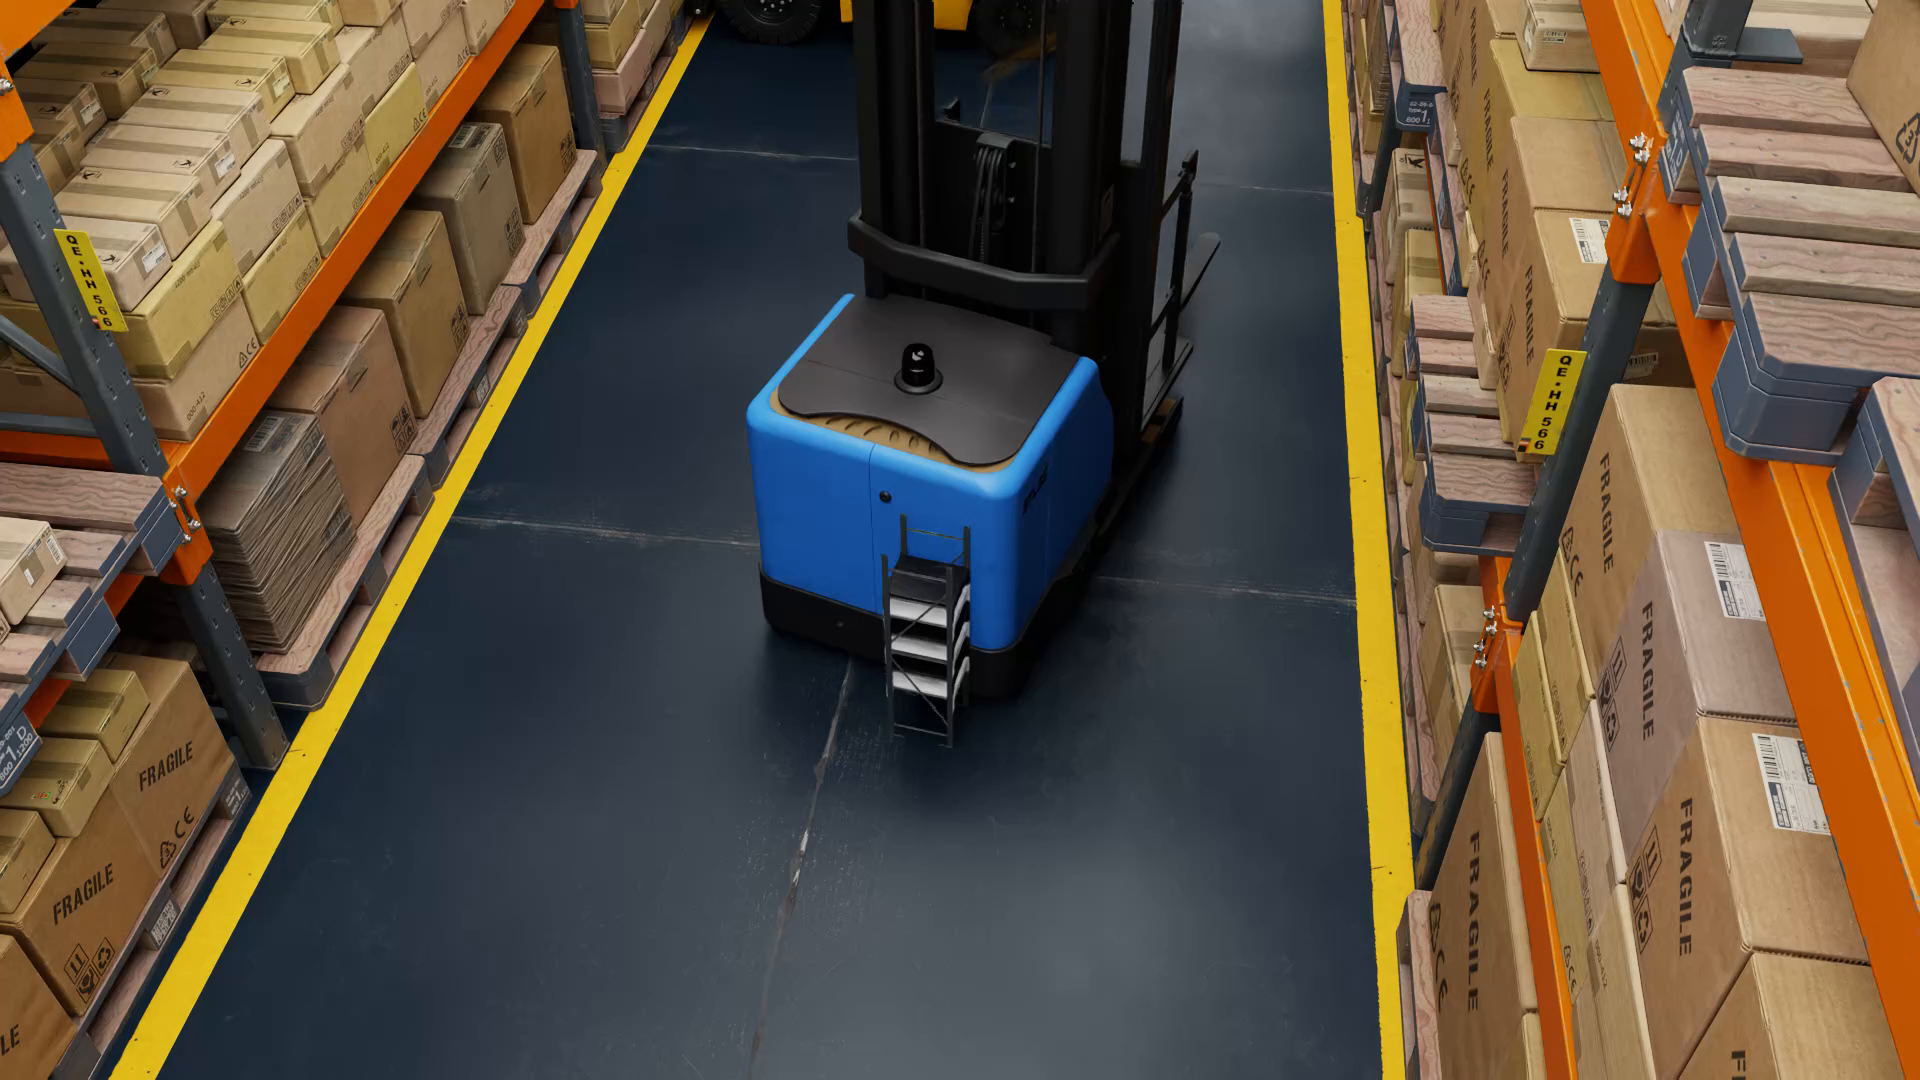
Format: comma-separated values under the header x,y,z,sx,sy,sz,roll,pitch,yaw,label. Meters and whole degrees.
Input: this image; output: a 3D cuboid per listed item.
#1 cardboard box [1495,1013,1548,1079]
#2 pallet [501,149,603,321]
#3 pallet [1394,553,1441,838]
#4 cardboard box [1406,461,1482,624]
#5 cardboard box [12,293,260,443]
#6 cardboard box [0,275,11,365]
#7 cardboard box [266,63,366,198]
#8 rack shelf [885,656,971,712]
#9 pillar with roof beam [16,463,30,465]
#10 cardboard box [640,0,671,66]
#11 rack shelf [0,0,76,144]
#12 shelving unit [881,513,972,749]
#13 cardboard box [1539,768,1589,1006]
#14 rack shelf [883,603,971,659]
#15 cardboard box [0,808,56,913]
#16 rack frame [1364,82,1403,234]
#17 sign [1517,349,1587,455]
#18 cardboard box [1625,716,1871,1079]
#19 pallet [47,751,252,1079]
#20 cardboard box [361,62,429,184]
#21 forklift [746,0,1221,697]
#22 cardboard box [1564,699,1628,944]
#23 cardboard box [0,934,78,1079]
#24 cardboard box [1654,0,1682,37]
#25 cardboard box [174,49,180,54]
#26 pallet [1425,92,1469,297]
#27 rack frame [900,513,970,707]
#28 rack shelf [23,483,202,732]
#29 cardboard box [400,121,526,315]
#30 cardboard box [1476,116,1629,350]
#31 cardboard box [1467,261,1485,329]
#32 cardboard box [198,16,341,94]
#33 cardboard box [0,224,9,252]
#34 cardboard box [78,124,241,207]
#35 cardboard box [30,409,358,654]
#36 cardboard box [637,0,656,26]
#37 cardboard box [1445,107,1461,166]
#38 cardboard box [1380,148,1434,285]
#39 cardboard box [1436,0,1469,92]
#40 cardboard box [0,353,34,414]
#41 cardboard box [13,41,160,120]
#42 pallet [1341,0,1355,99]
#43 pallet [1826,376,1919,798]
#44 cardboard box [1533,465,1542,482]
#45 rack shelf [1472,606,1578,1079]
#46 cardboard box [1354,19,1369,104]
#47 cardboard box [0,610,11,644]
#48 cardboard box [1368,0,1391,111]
x,y,z,sx,sy,sz,roll,pitch,yaw,label
1.719,1.784,3.924,0.875,0.875,0.875,6,44,6,cardboard box
-2.436,-1.562,8.246,1.003,0.211,1.213,5,44,6,pallet
2.120,0.574,5.990,1.003,0.211,1.213,5,44,6,pallet
2.189,0.008,6.166,0.950,0.372,0.625,4,44,5,cardboard box
-2.605,-0.580,5.290,0.500,0.250,0.500,5,44,6,cardboard box
-3.122,-0.813,5.172,0.500,0.250,0.500,6,44,6,cardboard box
-2.450,-1.458,5.854,0.500,0.250,0.500,4,44,4,cardboard box
-0.112,0.485,5.893,0.258,0.077,0.200,11,44,11,rack shelf
0.641,-3.112,3.492,9.100,9.000,0.400,5,44,6,pillar with roof beam
-1.933,-2.882,9.306,0.500,0.250,0.500,4,44,5,cardboard box
-2.641,-2.546,5.598,1.077,0.370,4.000,5,44,6,rack shelf
-0.112,0.330,5.747,0.258,0.900,0.210,11,44,11,shelving unit
1.651,0.811,3.821,0.500,0.250,0.500,4,44,4,cardboard box
-0.112,0.288,5.708,0.258,0.077,0.200,11,44,11,rack shelf
-2.804,0.889,4.670,0.380,0.149,0.250,4,44,4,cardboard box
2.544,-2.632,7.348,1.000,3.000,0.127,5,44,6,rack frame
1.476,-0.340,4.143,0.100,0.325,0.005,5,44,6,sign
1.568,0.699,3.030,0.500,0.500,0.500,6,44,7,cardboard box
-3.042,1.163,5.368,1.003,0.211,1.213,5,44,6,pallet
-2.402,-1.628,6.396,0.500,0.250,0.500,7,44,7,cardboard box
0.317,-1.512,6.215,1.130,2.935,3.031,17,46,17,forklift
1.634,0.642,3.636,0.500,0.250,0.500,6,44,7,cardboard box
-2.892,1.405,4.597,0.500,0.500,0.500,7,44,7,cardboard box
1.873,-1.308,3.951,0.380,0.149,0.250,5,44,6,cardboard box
-2.913,-1.845,6.262,0.500,0.250,0.500,4,44,5,cardboard box
2.236,-1.189,5.964,1.003,0.211,1.213,5,44,6,pallet
-0.084,0.263,5.818,0.240,0.900,0.006,11,44,11,rack frame
-3.170,1.270,3.751,1.077,0.370,4.000,5,44,6,rack shelf
-2.545,-1.486,7.559,0.875,0.625,0.625,5,44,5,cardboard box
1.857,-0.891,4.915,0.500,0.500,0.500,5,44,5,cardboard box
1.819,-0.748,5.235,0.380,0.149,0.250,3,44,4,cardboard box
-2.411,-1.697,5.816,0.380,0.149,0.250,6,44,6,cardboard box
-3.063,-0.866,4.939,0.380,0.149,0.250,7,44,7,cardboard box
-2.529,-1.176,5.266,0.380,0.149,0.250,6,44,7,cardboard box
-2.810,-0.069,6.062,0.875,0.625,0.625,7,44,7,cardboard box
-1.942,-3.061,9.132,0.500,0.250,0.500,5,44,5,cardboard box
1.958,-1.460,5.987,0.380,0.149,0.250,7,44,7,cardboard box
2.477,-1.473,7.729,0.950,0.372,0.625,6,44,6,cardboard box
2.053,-1.958,6.042,0.500,0.500,0.500,5,44,5,cardboard box
-3.100,-0.630,5.342,0.500,0.250,0.500,4,44,5,cardboard box
-2.970,-1.571,5.682,0.380,0.149,0.250,5,44,5,cardboard box
2.756,-2.914,9.674,1.003,0.211,1.213,5,44,6,pallet
1.838,0.280,2.229,1.003,0.211,1.213,7,44,7,pallet
1.825,-0.212,4.669,0.380,0.149,0.250,7,44,7,cardboard box
1.751,1.718,3.277,1.077,0.370,4.000,5,44,6,rack shelf
2.416,-2.577,8.985,0.500,0.250,0.500,4,44,4,cardboard box
-2.724,0.296,4.059,0.500,0.250,0.500,3,44,4,cardboard box
2.356,-2.486,8.343,0.500,0.500,0.500,5,44,5,cardboard box
